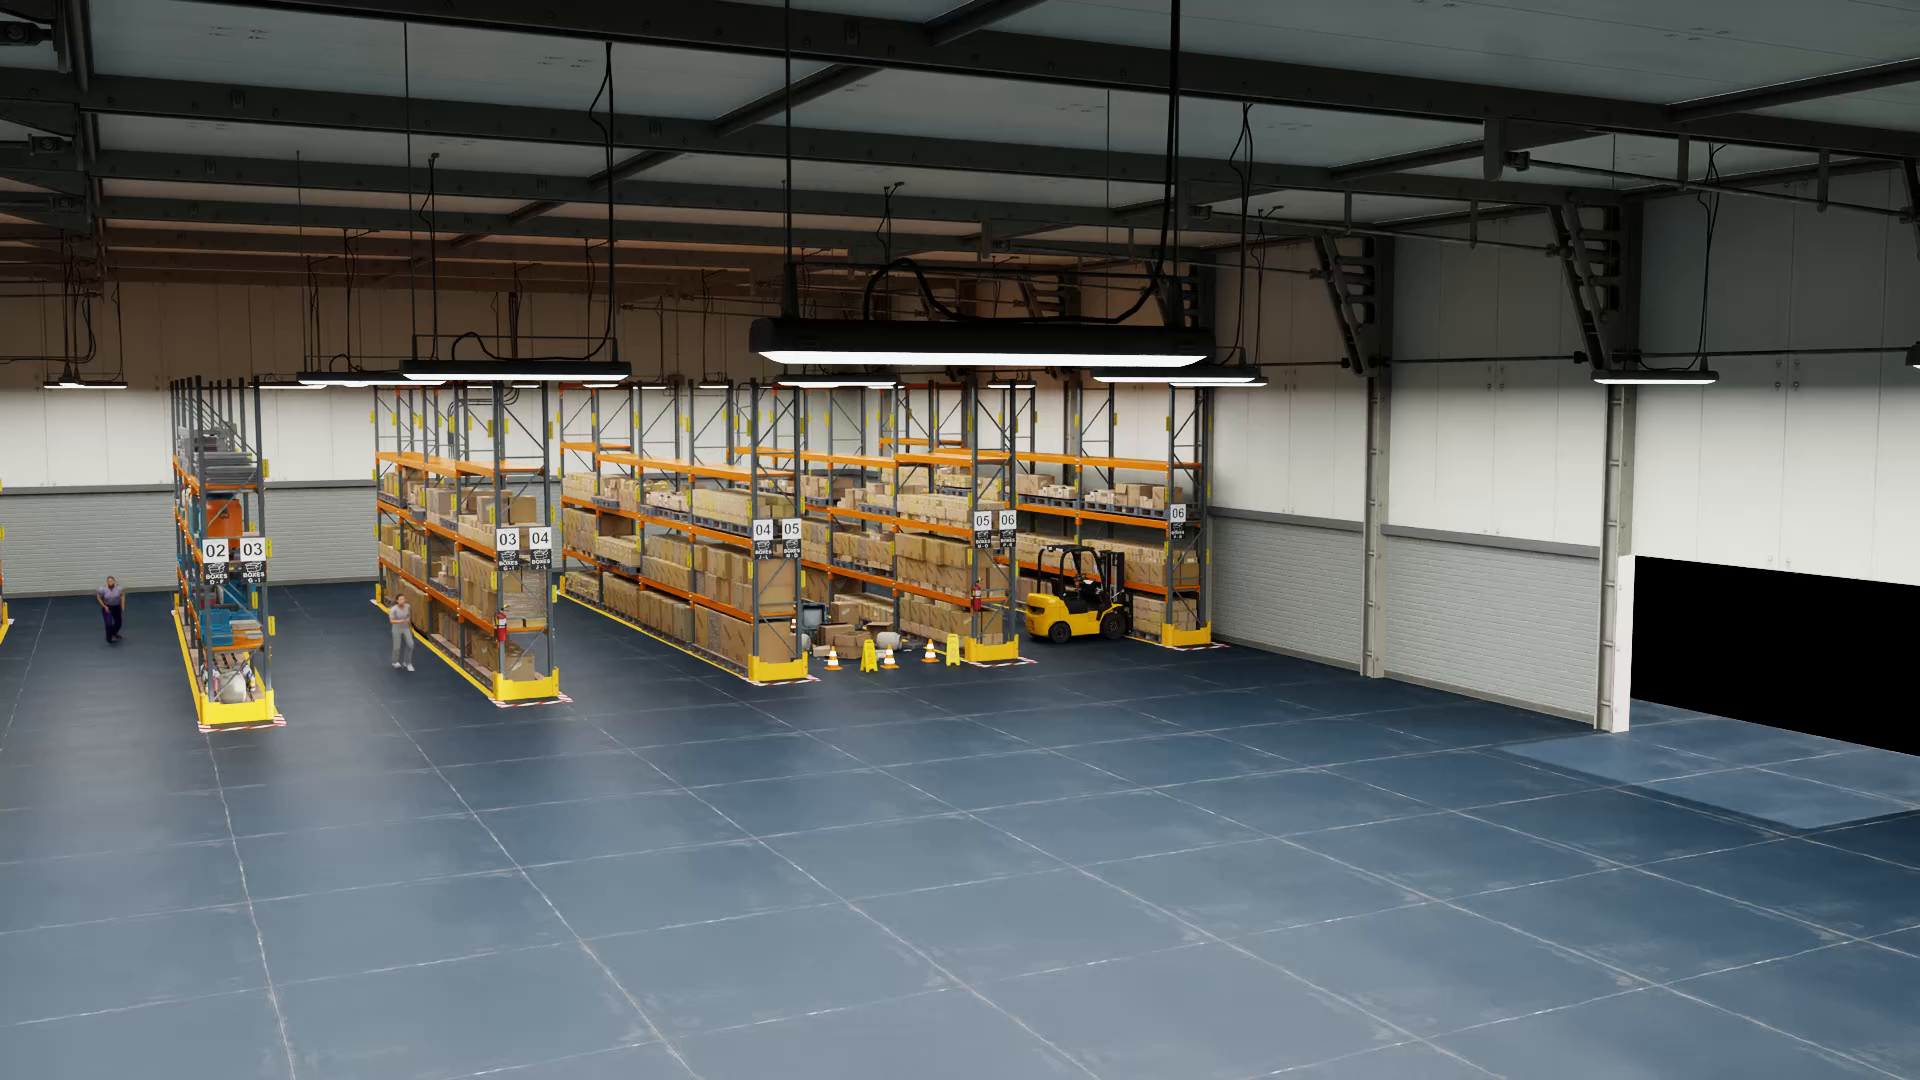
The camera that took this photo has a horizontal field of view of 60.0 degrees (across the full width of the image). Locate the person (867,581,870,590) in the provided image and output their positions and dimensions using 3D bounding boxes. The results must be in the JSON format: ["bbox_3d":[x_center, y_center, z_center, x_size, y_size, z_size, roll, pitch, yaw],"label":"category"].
[{"bbox_3d":[-2.751,0.510,45.889,0.633,1.717,0.731,-5,7,-45],"label":"person"}]

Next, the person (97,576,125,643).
[{"bbox_3d":[-19.443,1.580,38.070,0.747,1.531,0.603,5,7,44],"label":"person"}]

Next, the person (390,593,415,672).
[{"bbox_3d":[-11.470,1.876,34.091,0.494,1.614,0.929,-3,6,-33],"label":"person"}]
